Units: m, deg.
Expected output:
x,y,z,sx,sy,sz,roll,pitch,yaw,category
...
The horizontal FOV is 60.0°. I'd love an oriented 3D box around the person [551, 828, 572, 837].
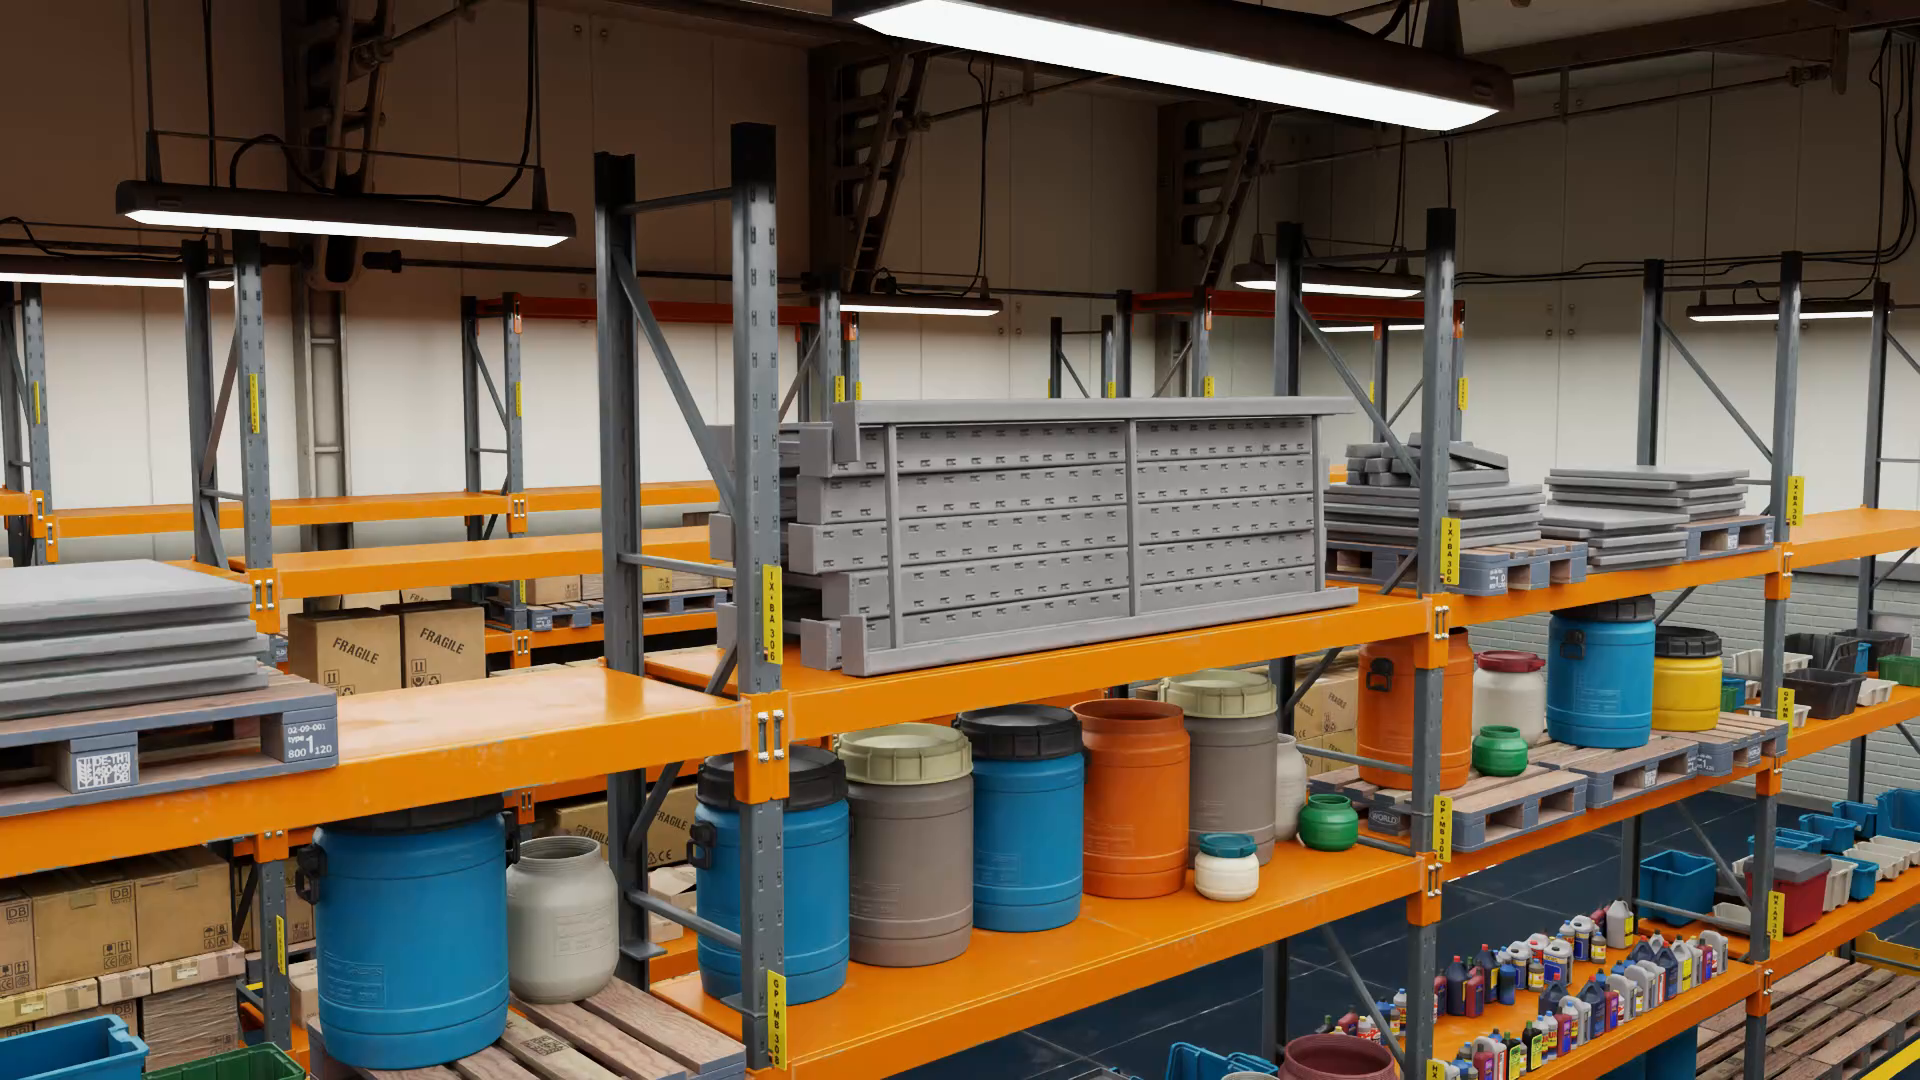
x,y,z,sx,sy,sz,roll,pitch,yaw,category
-3.223,3.109,13.040,0.579,1.705,0.397,-5,7,-41,person
